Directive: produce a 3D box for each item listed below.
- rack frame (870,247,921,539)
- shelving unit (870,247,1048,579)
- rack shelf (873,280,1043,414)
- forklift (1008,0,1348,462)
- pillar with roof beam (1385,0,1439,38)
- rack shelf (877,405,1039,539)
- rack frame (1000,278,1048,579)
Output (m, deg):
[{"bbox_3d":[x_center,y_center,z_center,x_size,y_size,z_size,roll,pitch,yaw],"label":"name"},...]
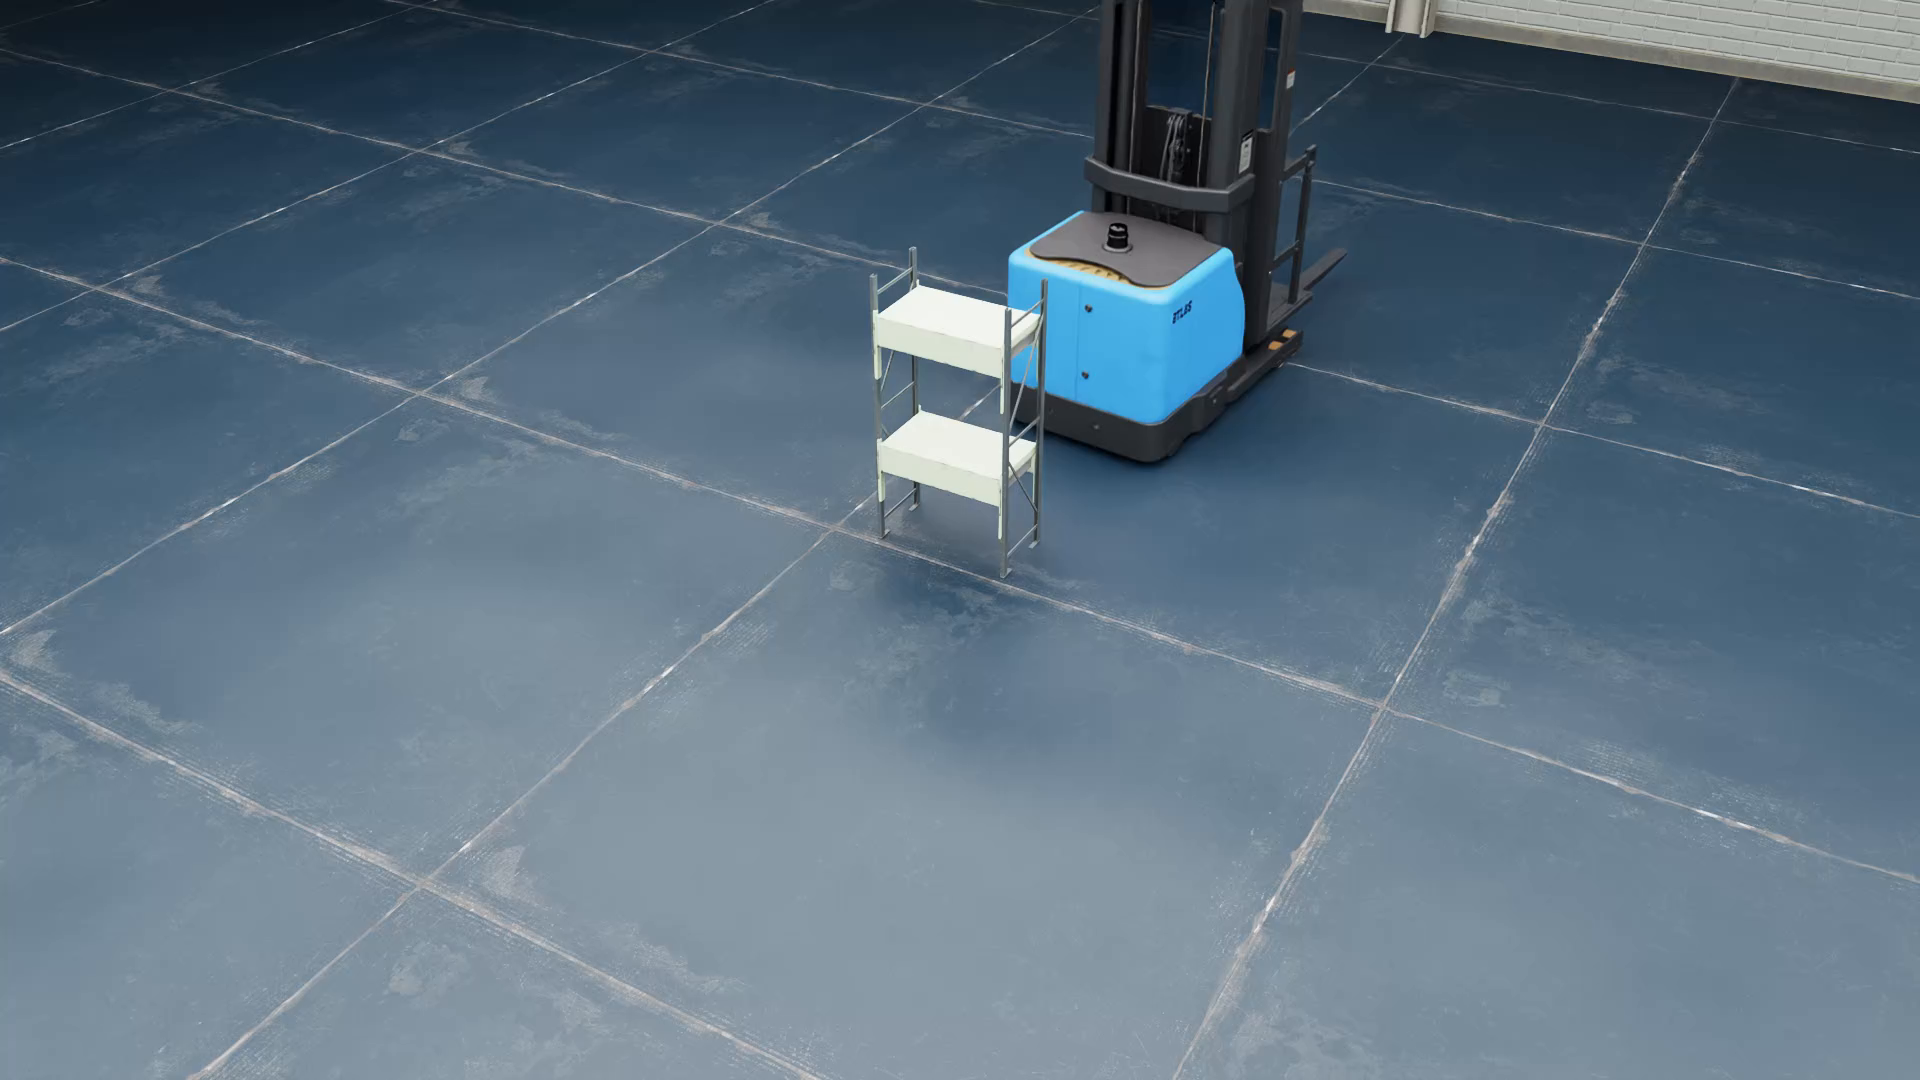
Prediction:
[{"bbox_3d":[-0.324,-0.727,8.488,0.023,1.500,0.400,18,37,24],"label":"rack frame"},{"bbox_3d":[-0.006,-0.626,8.337,0.755,1.500,0.431,18,37,24],"label":"shelving unit"},{"bbox_3d":[-0.006,-0.951,8.121,0.720,0.370,0.431,18,37,24],"label":"rack shelf"},{"bbox_3d":[1.504,-2.427,9.751,1.130,2.935,3.031,21,39,28],"label":"forklift"},{"bbox_3d":[2.244,-6.634,10.594,0.400,9.000,9.100,18,37,24],"label":"pillar with roof beam"},{"bbox_3d":[-0.006,-0.355,8.518,0.720,0.370,0.431,18,37,24],"label":"rack shelf"},{"bbox_3d":[0.312,-0.525,8.186,0.023,1.500,0.400,18,37,24],"label":"rack frame"}]
